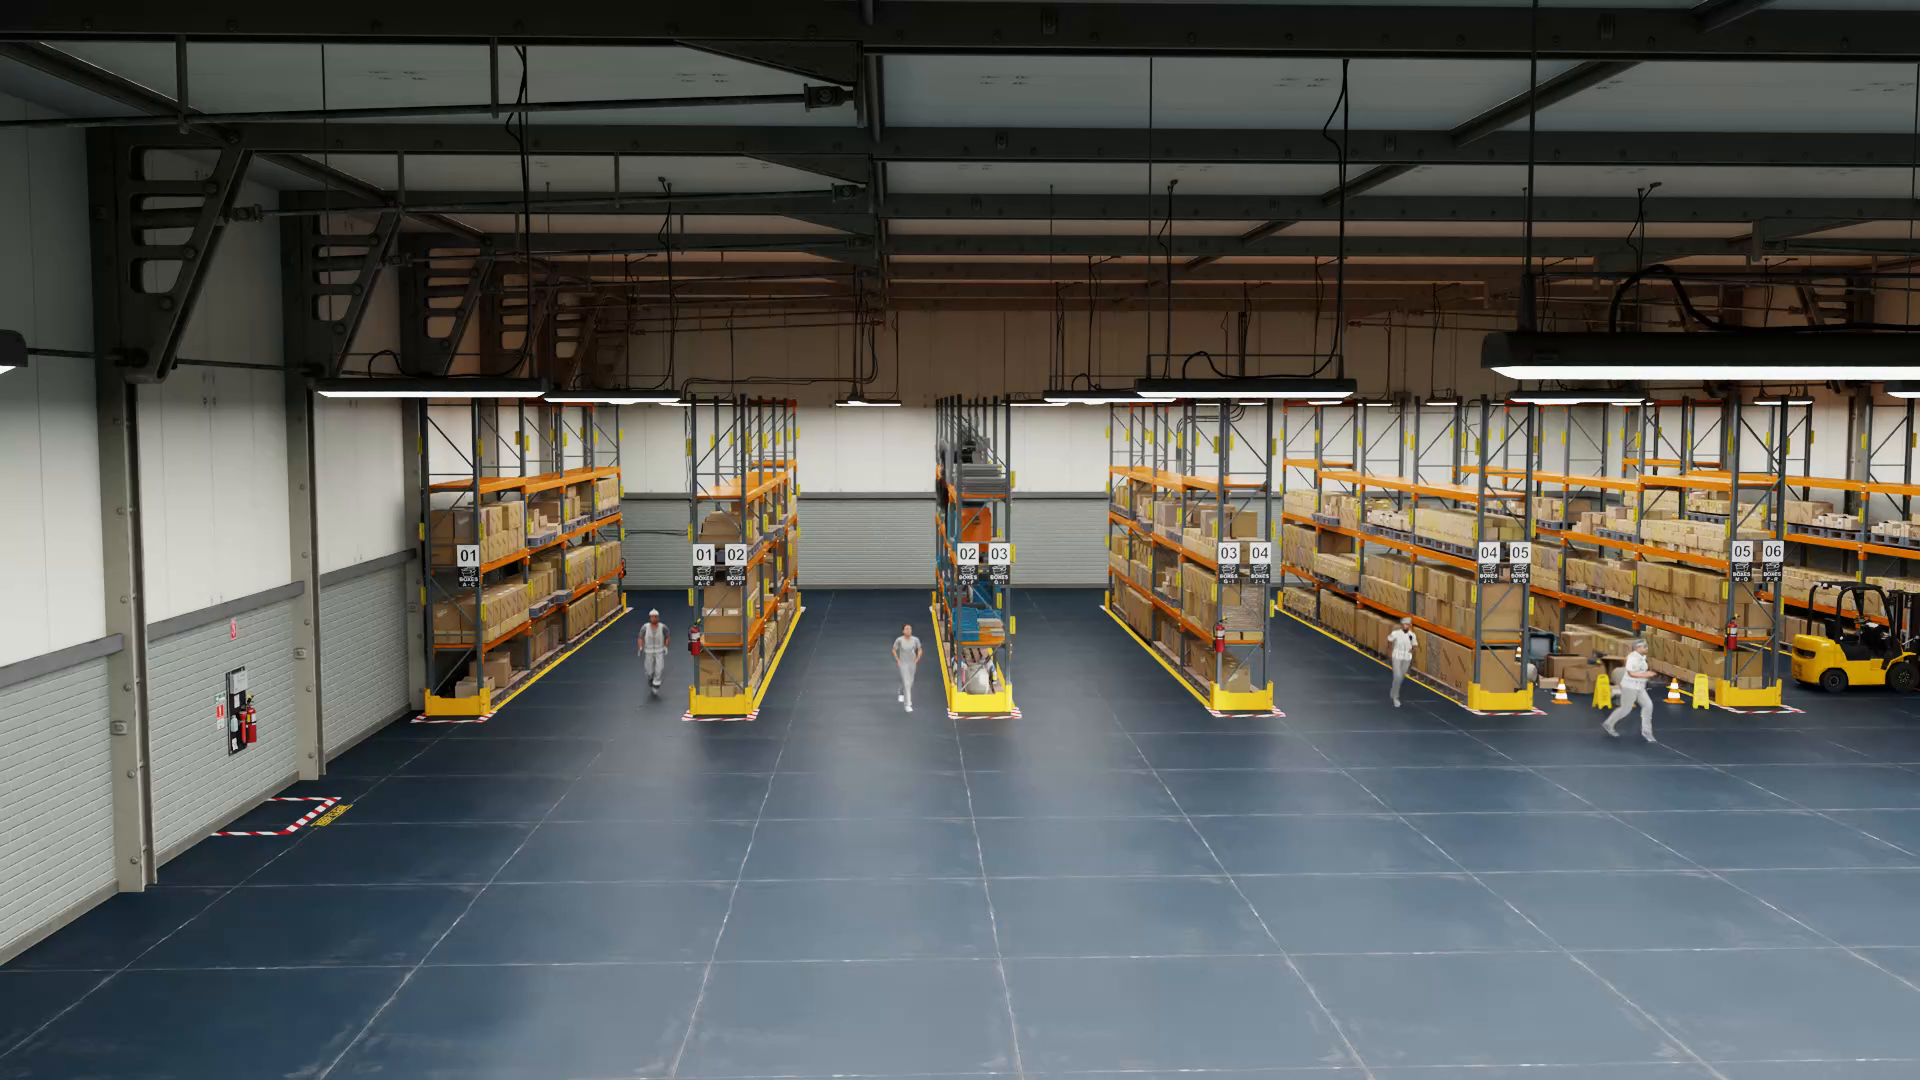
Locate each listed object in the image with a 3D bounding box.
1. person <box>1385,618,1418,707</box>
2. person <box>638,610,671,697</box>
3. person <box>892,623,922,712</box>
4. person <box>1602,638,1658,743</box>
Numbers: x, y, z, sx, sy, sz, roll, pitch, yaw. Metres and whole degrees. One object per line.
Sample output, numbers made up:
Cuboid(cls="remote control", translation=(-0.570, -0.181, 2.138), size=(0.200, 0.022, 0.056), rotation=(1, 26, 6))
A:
Cuboid(cls="person", translation=(8.628, 2.343, 32.388), size=(0.597, 1.697, 0.851), rotation=(0, 5, -3))
Cuboid(cls="person", translation=(-6.105, 2.246, 33.258), size=(0.649, 1.733, 0.632), rotation=(-1, 5, -9))
Cuboid(cls="person", translation=(-1.007, 2.396, 31.648), size=(0.568, 1.661, 0.835), rotation=(-1, 5, -18))
Cuboid(cls="person", translation=(11.617, 2.587, 28.788), size=(0.934, 1.833, 0.688), rotation=(4, 6, 39))
